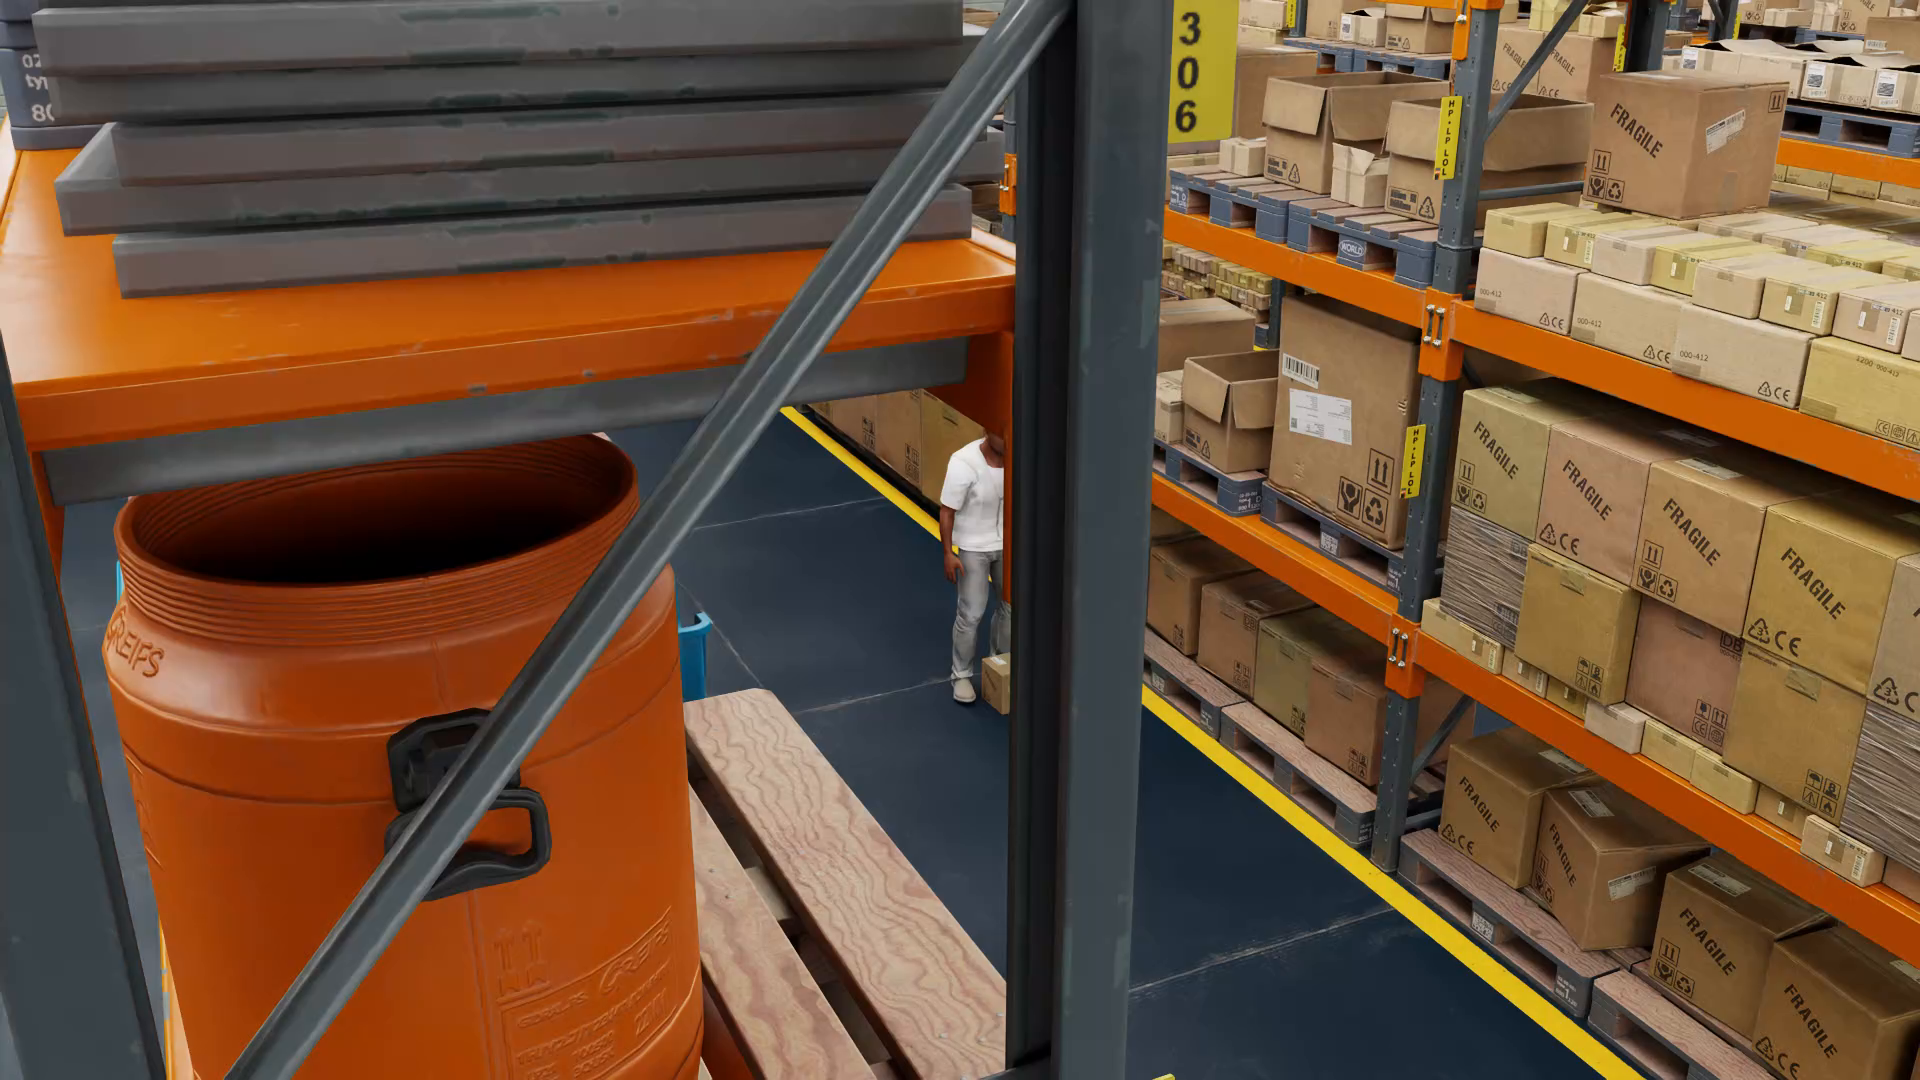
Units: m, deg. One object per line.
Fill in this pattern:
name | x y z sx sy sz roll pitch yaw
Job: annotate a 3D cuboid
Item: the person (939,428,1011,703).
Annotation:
person | 0.182 0.045 9.457 0.626 1.758 0.457 -10 24 -23
